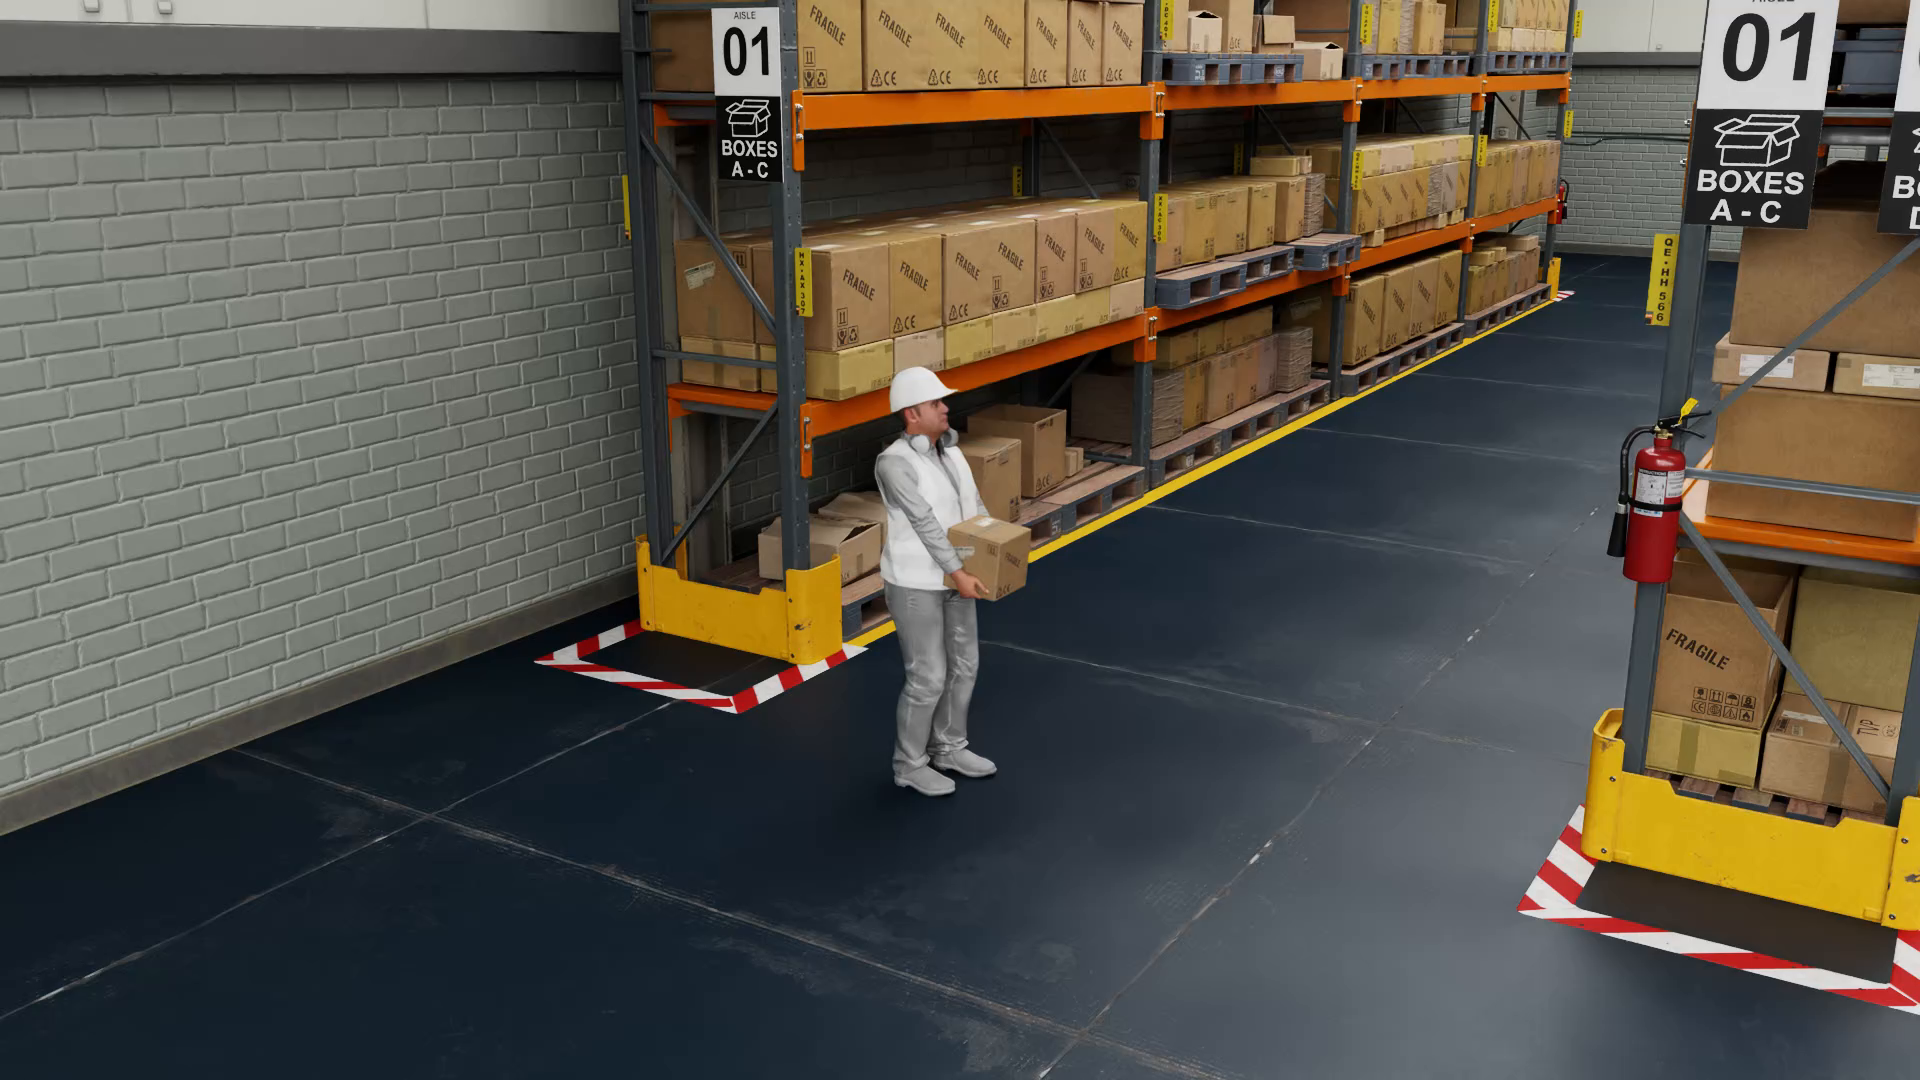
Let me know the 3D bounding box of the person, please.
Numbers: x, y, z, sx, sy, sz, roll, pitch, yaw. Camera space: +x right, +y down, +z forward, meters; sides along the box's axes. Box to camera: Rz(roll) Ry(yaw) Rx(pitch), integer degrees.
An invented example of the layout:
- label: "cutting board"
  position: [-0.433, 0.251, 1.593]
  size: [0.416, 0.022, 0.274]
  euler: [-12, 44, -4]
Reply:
- label: "person"
  position: [-0.041, 0.172, 6.904]
  size: [0.555, 1.762, 0.494]
  euler: [10, 19, 31]
